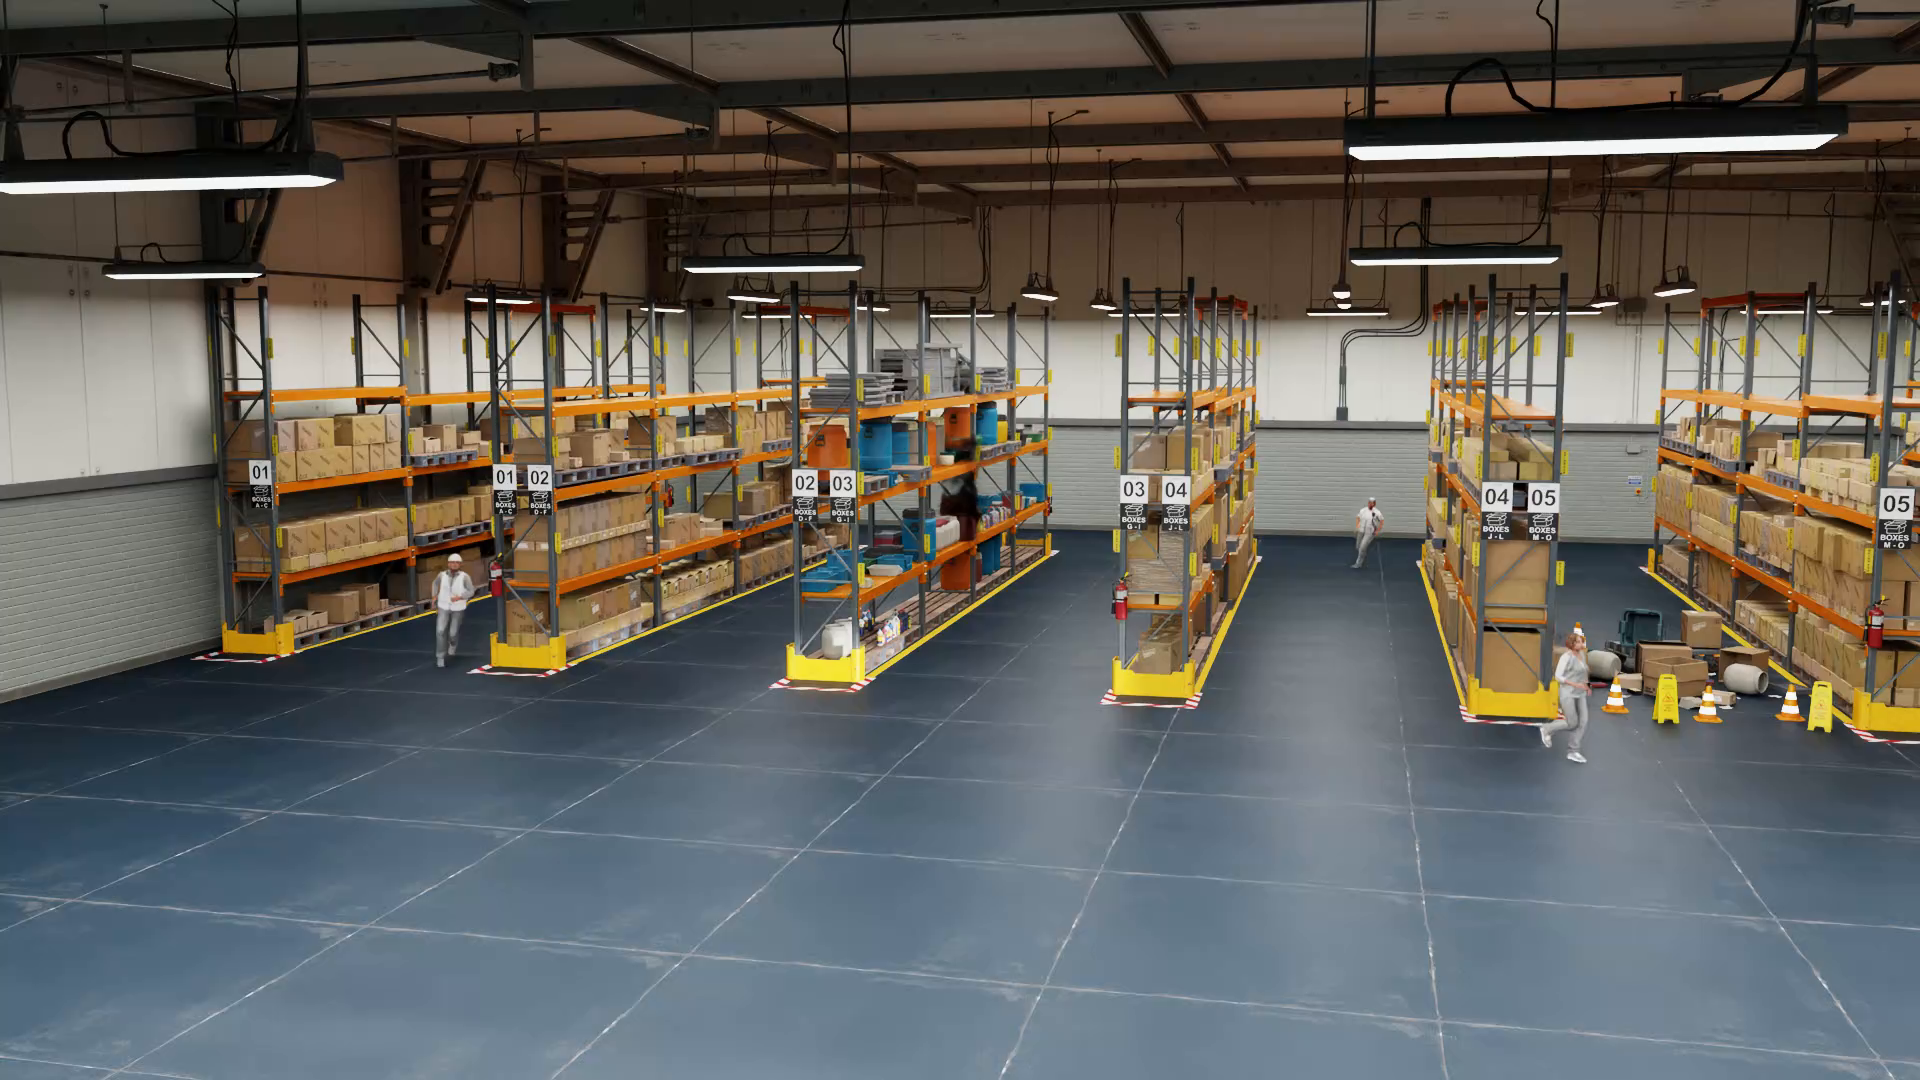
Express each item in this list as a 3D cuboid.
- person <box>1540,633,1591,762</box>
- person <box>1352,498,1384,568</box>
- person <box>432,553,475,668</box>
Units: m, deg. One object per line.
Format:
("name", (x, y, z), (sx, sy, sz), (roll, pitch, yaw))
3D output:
("person", (7.442, 1.906, 20.314), (0.538, 1.547, 0.665), (-4, 8, -33))
("person", (9.374, -0.174, 38.170), (0.662, 1.609, 0.739), (4, 8, 33))
("person", (-8.095, 1.096, 26.565), (0.684, 1.784, 0.889), (-1, 7, -9))
